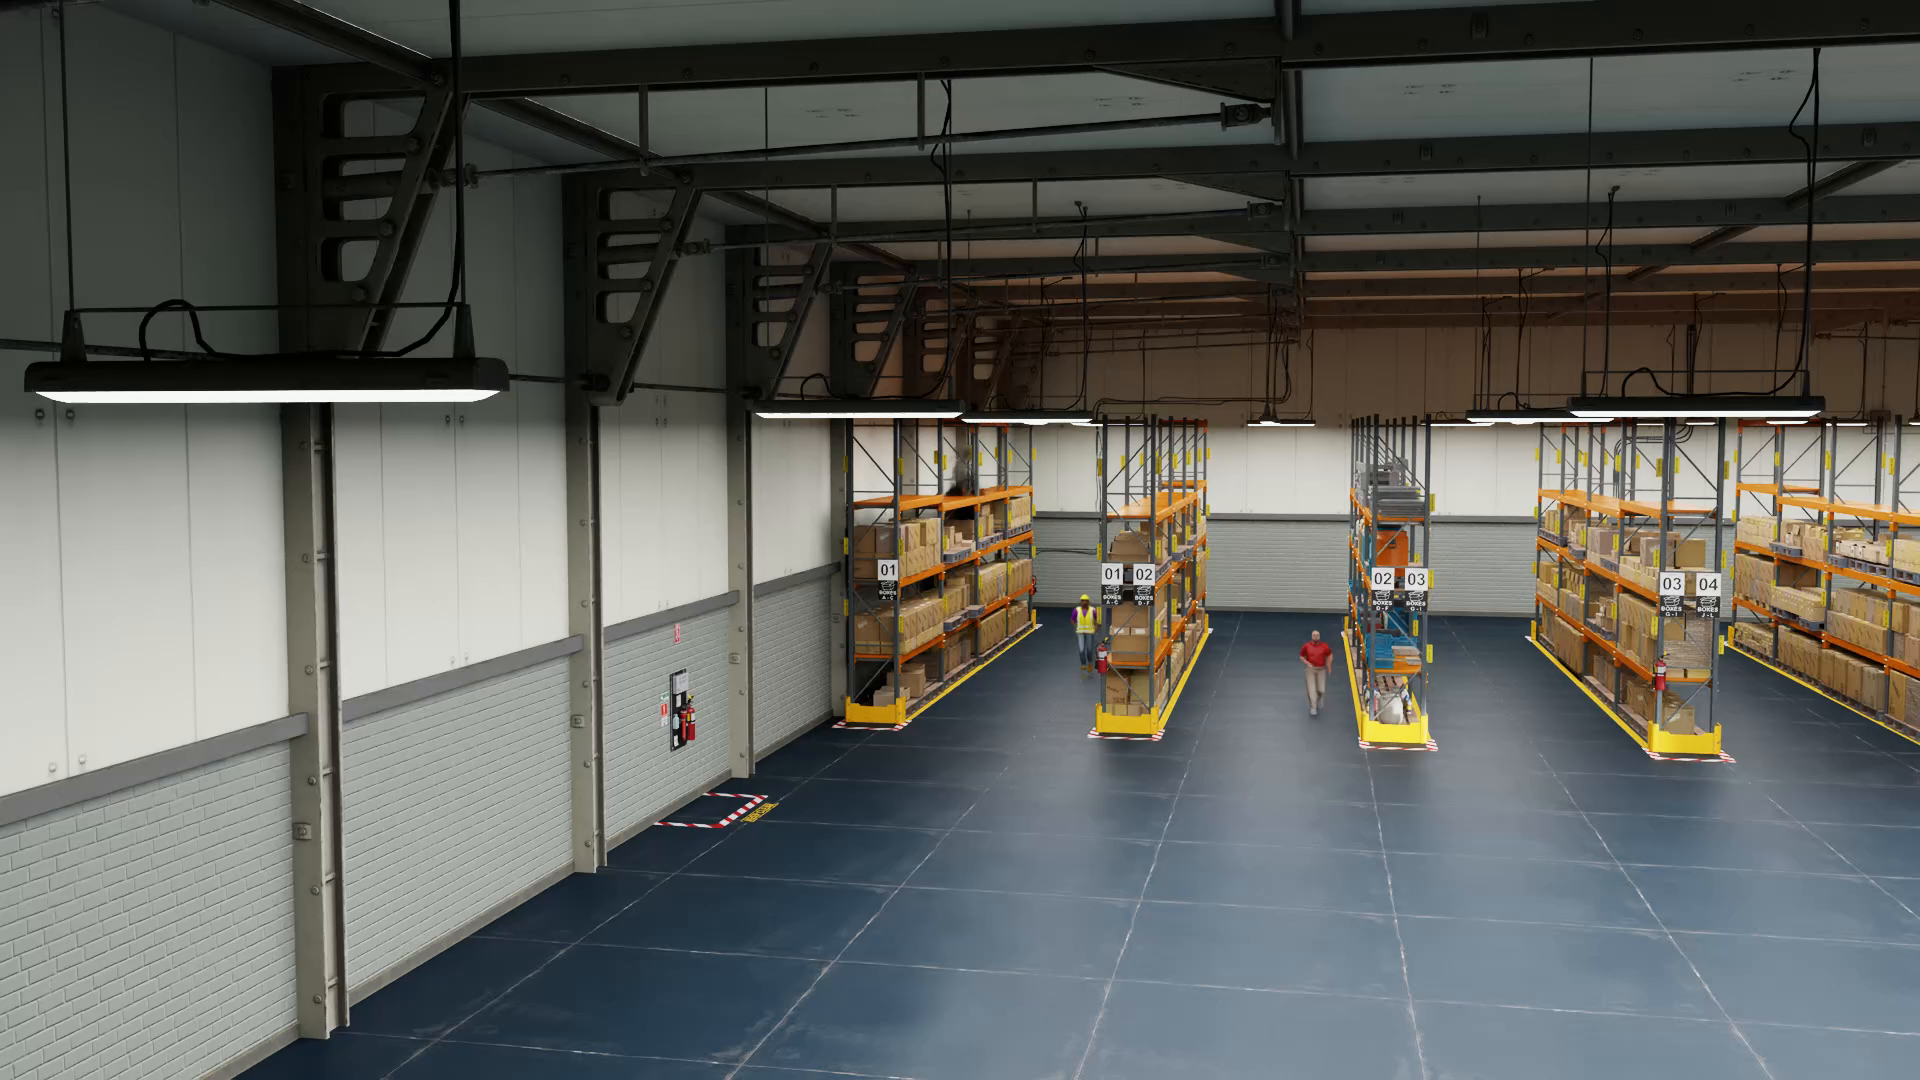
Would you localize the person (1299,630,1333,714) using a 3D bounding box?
[{"bbox_3d":[7.147,2.660,33.396,0.658,1.686,0.592,1,4,12],"label":"person"}]

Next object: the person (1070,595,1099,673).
[{"bbox_3d":[2.815,2.121,37.452,0.688,1.770,0.579,1,4,9],"label":"person"}]
